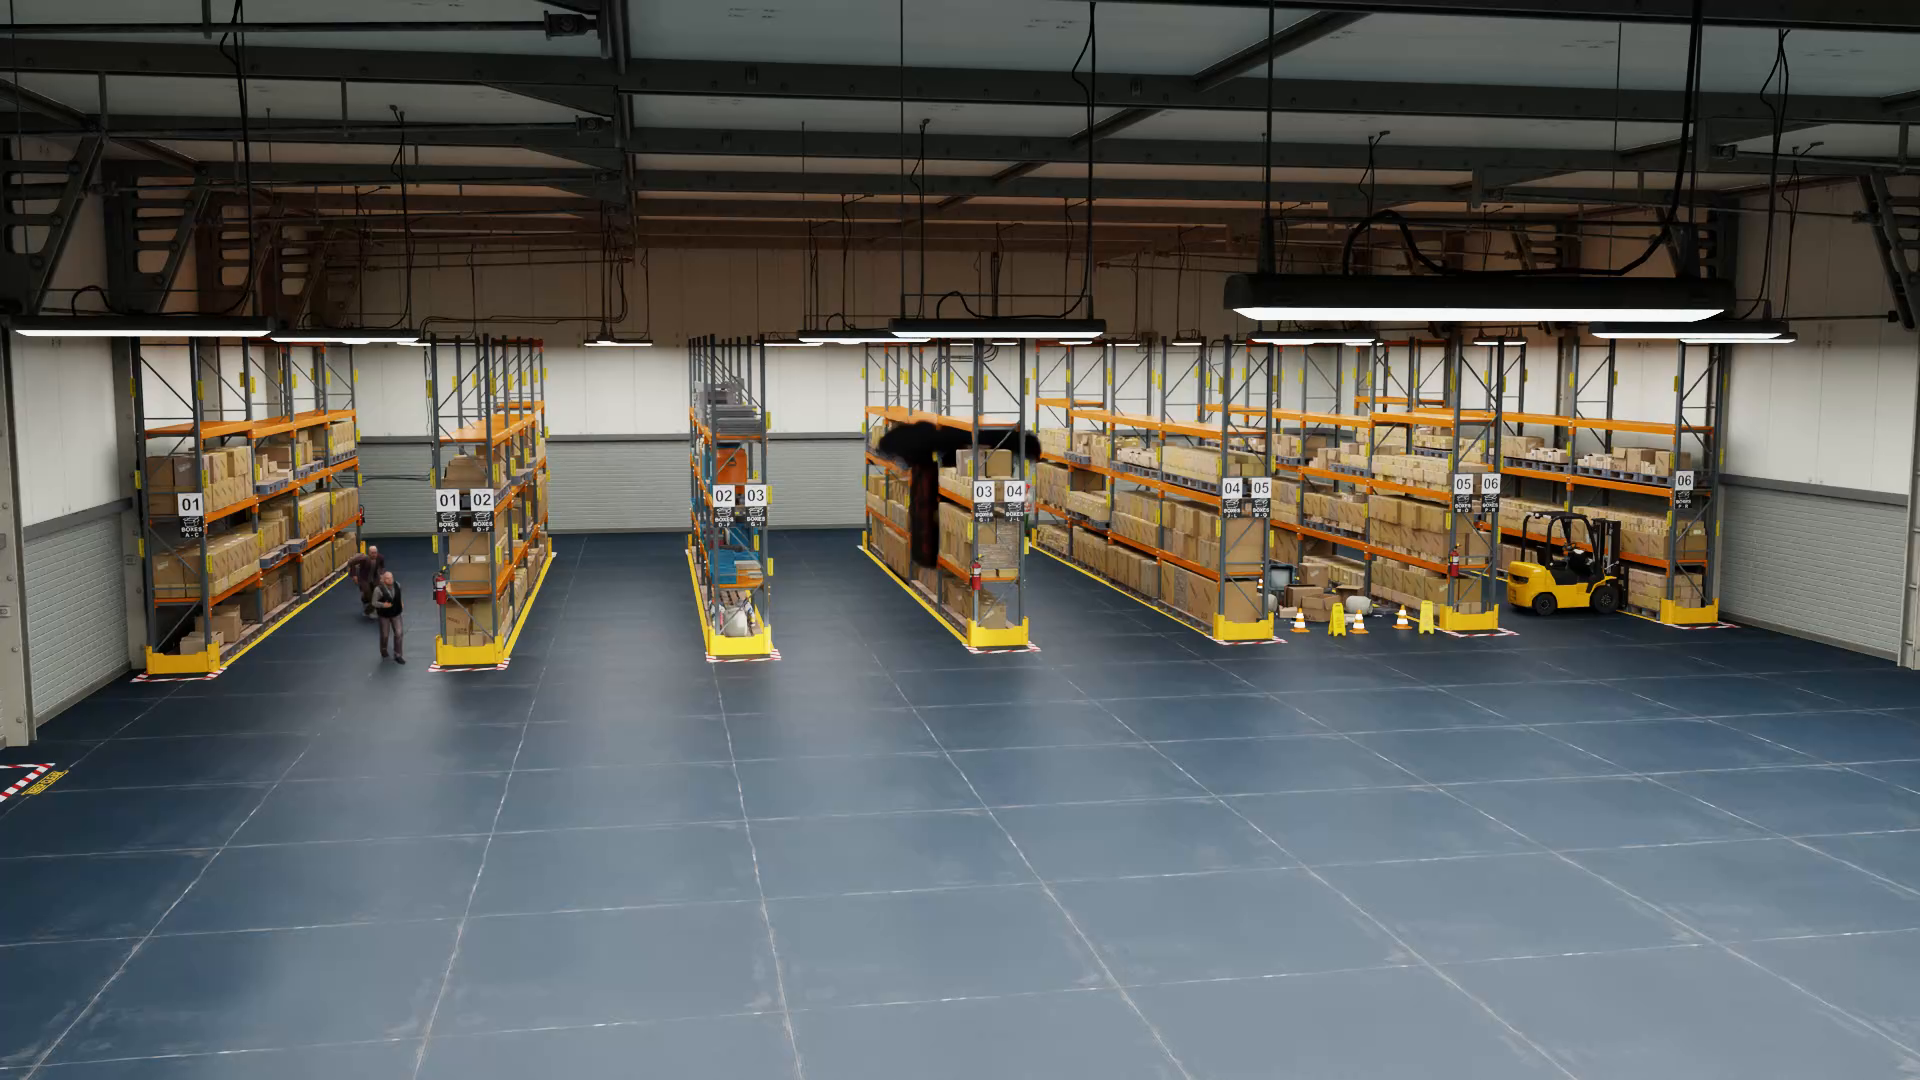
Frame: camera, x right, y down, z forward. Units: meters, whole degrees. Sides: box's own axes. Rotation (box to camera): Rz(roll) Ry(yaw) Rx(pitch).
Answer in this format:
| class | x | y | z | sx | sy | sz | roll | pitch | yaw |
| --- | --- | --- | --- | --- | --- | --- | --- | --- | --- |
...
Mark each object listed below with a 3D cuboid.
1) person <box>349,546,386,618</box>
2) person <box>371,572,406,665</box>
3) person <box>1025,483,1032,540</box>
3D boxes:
| class | x | y | z | sx | sy | sz | roll | pitch | yaw |
| --- | --- | --- | --- | --- | --- | --- | --- | --- | --- |
| person | -12.621 | 0.891 | 35.421 | 0.730 | 1.588 | 0.887 | -5 | 8 | -37 |
| person | -10.473 | 1.415 | 30.447 | 0.647 | 1.703 | 1.004 | -4 | 8 | -33 |
| person | 1.892 | -0.813 | 49.490 | 0.683 | 1.775 | 0.680 | -5 | 8 | -38 |
